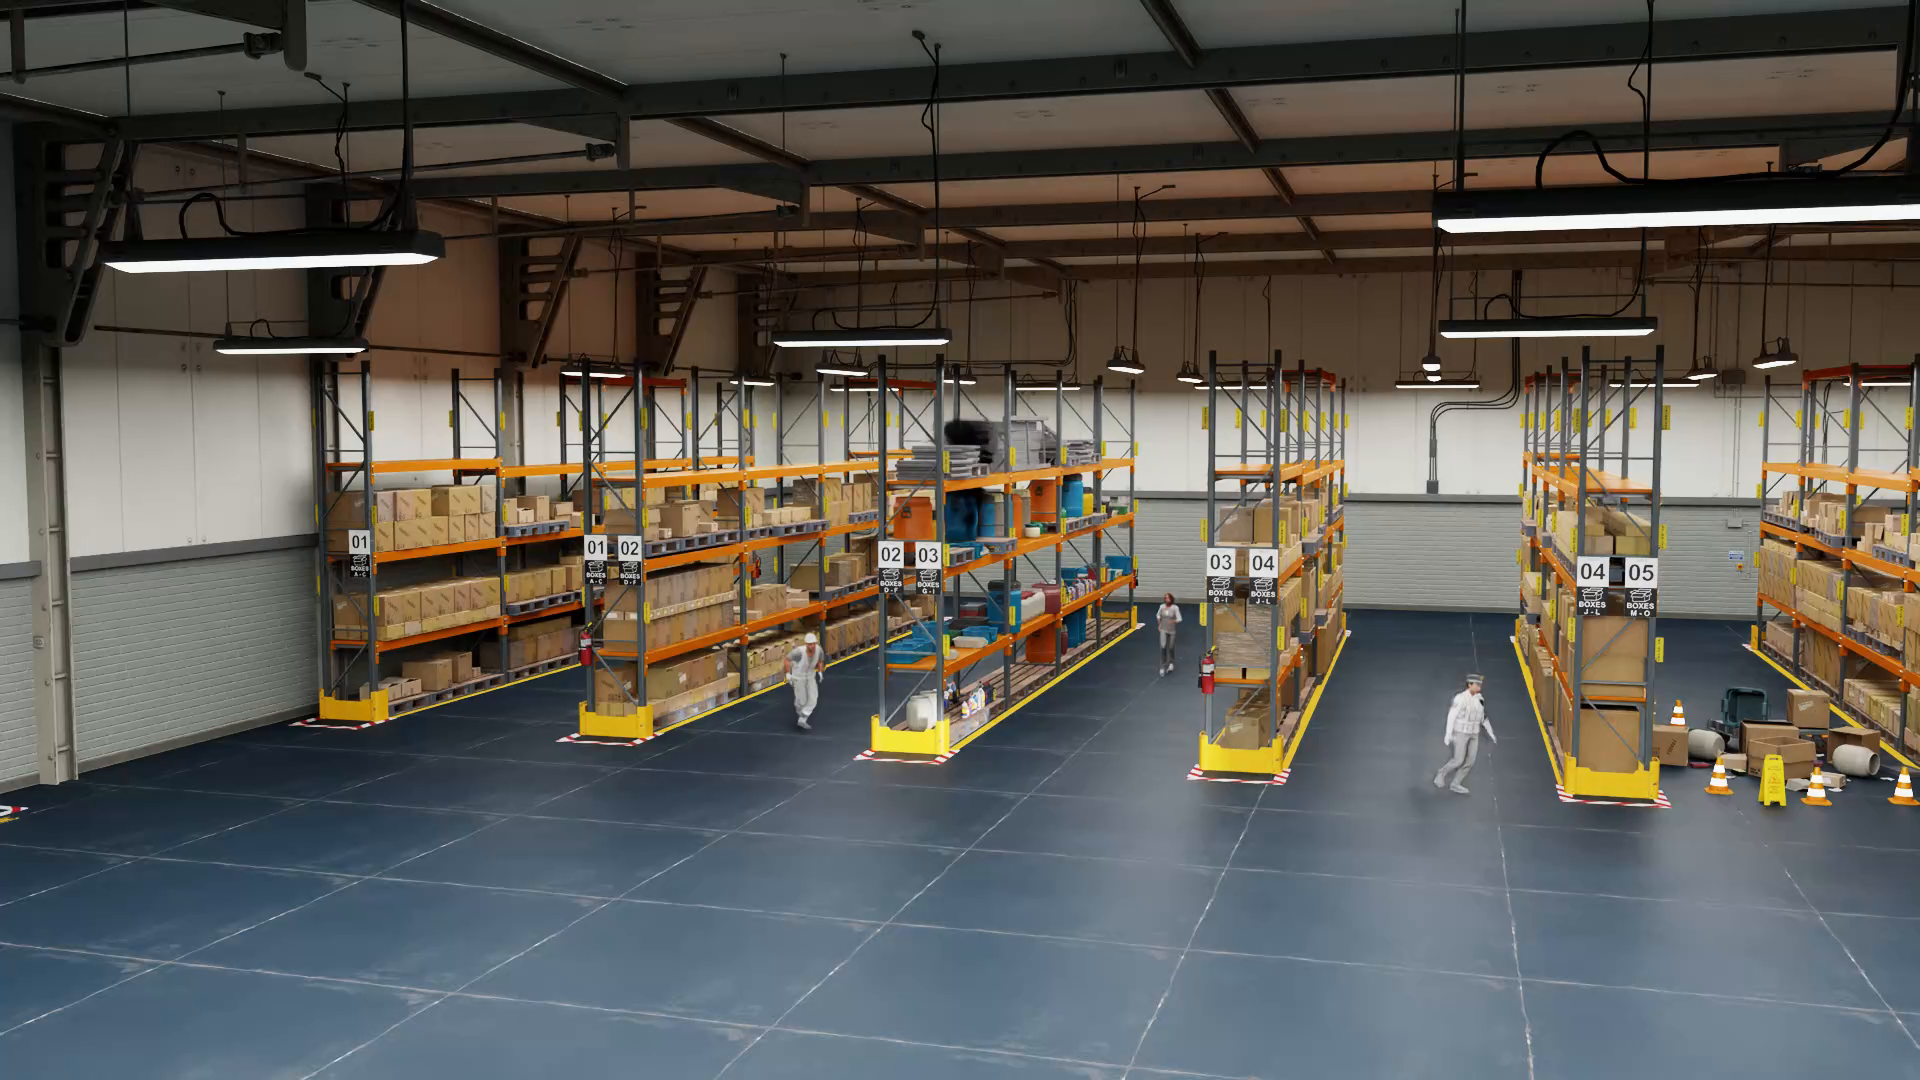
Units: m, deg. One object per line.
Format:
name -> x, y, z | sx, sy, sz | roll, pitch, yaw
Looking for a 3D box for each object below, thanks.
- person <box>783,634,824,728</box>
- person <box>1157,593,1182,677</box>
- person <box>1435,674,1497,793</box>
person -> -2.563, 2.284, 27.115 | 0.675, 1.593, 0.970 | -2, 4, -24
person -> 4.129, 1.856, 32.836 | 0.518, 1.640, 0.729 | 1, 4, 15
person -> 6.782, 2.594, 22.359 | 0.685, 1.615, 0.563 | -2, 5, -26
